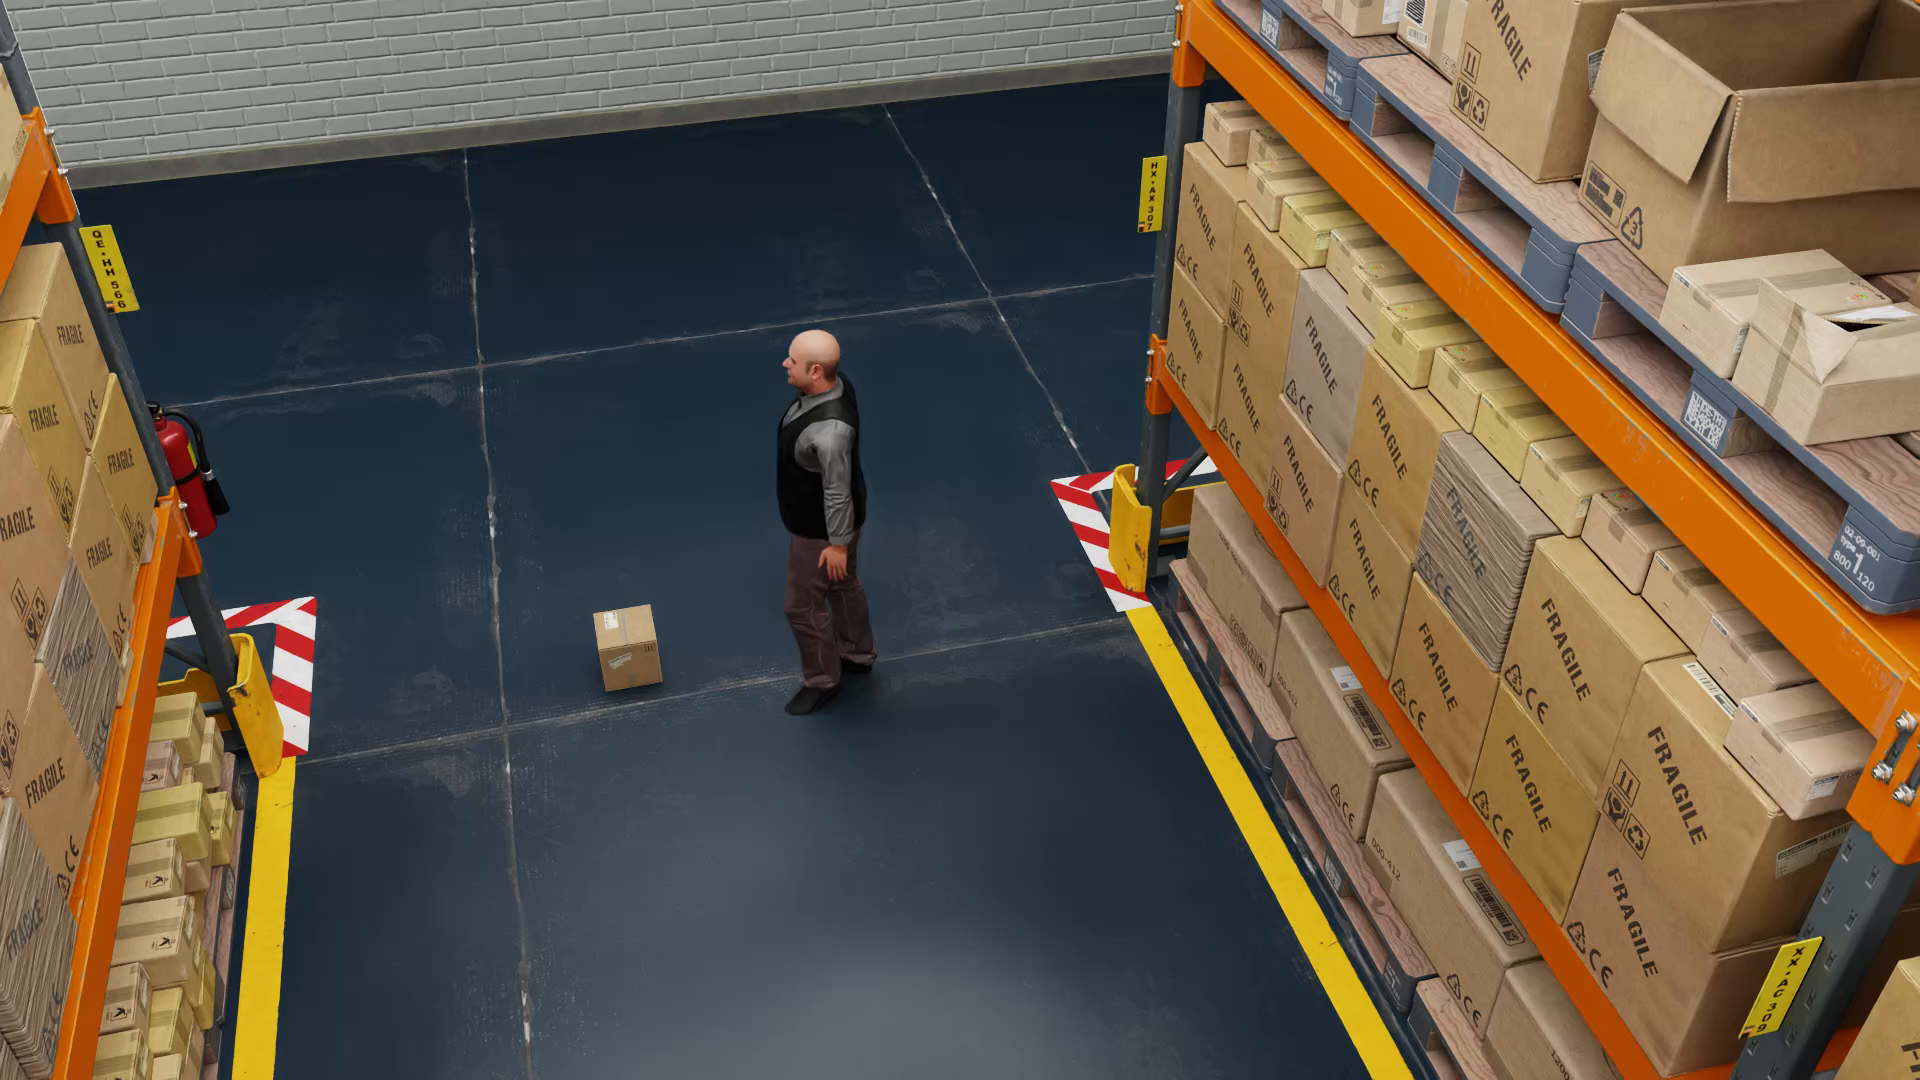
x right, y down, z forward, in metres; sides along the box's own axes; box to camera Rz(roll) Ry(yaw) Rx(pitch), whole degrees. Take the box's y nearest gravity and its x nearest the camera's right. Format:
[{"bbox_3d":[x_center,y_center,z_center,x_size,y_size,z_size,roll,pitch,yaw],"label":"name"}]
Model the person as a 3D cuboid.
[{"bbox_3d":[-0.567,-0.072,6.856,0.416,1.787,0.558,0,38,0],"label":"person"}]
